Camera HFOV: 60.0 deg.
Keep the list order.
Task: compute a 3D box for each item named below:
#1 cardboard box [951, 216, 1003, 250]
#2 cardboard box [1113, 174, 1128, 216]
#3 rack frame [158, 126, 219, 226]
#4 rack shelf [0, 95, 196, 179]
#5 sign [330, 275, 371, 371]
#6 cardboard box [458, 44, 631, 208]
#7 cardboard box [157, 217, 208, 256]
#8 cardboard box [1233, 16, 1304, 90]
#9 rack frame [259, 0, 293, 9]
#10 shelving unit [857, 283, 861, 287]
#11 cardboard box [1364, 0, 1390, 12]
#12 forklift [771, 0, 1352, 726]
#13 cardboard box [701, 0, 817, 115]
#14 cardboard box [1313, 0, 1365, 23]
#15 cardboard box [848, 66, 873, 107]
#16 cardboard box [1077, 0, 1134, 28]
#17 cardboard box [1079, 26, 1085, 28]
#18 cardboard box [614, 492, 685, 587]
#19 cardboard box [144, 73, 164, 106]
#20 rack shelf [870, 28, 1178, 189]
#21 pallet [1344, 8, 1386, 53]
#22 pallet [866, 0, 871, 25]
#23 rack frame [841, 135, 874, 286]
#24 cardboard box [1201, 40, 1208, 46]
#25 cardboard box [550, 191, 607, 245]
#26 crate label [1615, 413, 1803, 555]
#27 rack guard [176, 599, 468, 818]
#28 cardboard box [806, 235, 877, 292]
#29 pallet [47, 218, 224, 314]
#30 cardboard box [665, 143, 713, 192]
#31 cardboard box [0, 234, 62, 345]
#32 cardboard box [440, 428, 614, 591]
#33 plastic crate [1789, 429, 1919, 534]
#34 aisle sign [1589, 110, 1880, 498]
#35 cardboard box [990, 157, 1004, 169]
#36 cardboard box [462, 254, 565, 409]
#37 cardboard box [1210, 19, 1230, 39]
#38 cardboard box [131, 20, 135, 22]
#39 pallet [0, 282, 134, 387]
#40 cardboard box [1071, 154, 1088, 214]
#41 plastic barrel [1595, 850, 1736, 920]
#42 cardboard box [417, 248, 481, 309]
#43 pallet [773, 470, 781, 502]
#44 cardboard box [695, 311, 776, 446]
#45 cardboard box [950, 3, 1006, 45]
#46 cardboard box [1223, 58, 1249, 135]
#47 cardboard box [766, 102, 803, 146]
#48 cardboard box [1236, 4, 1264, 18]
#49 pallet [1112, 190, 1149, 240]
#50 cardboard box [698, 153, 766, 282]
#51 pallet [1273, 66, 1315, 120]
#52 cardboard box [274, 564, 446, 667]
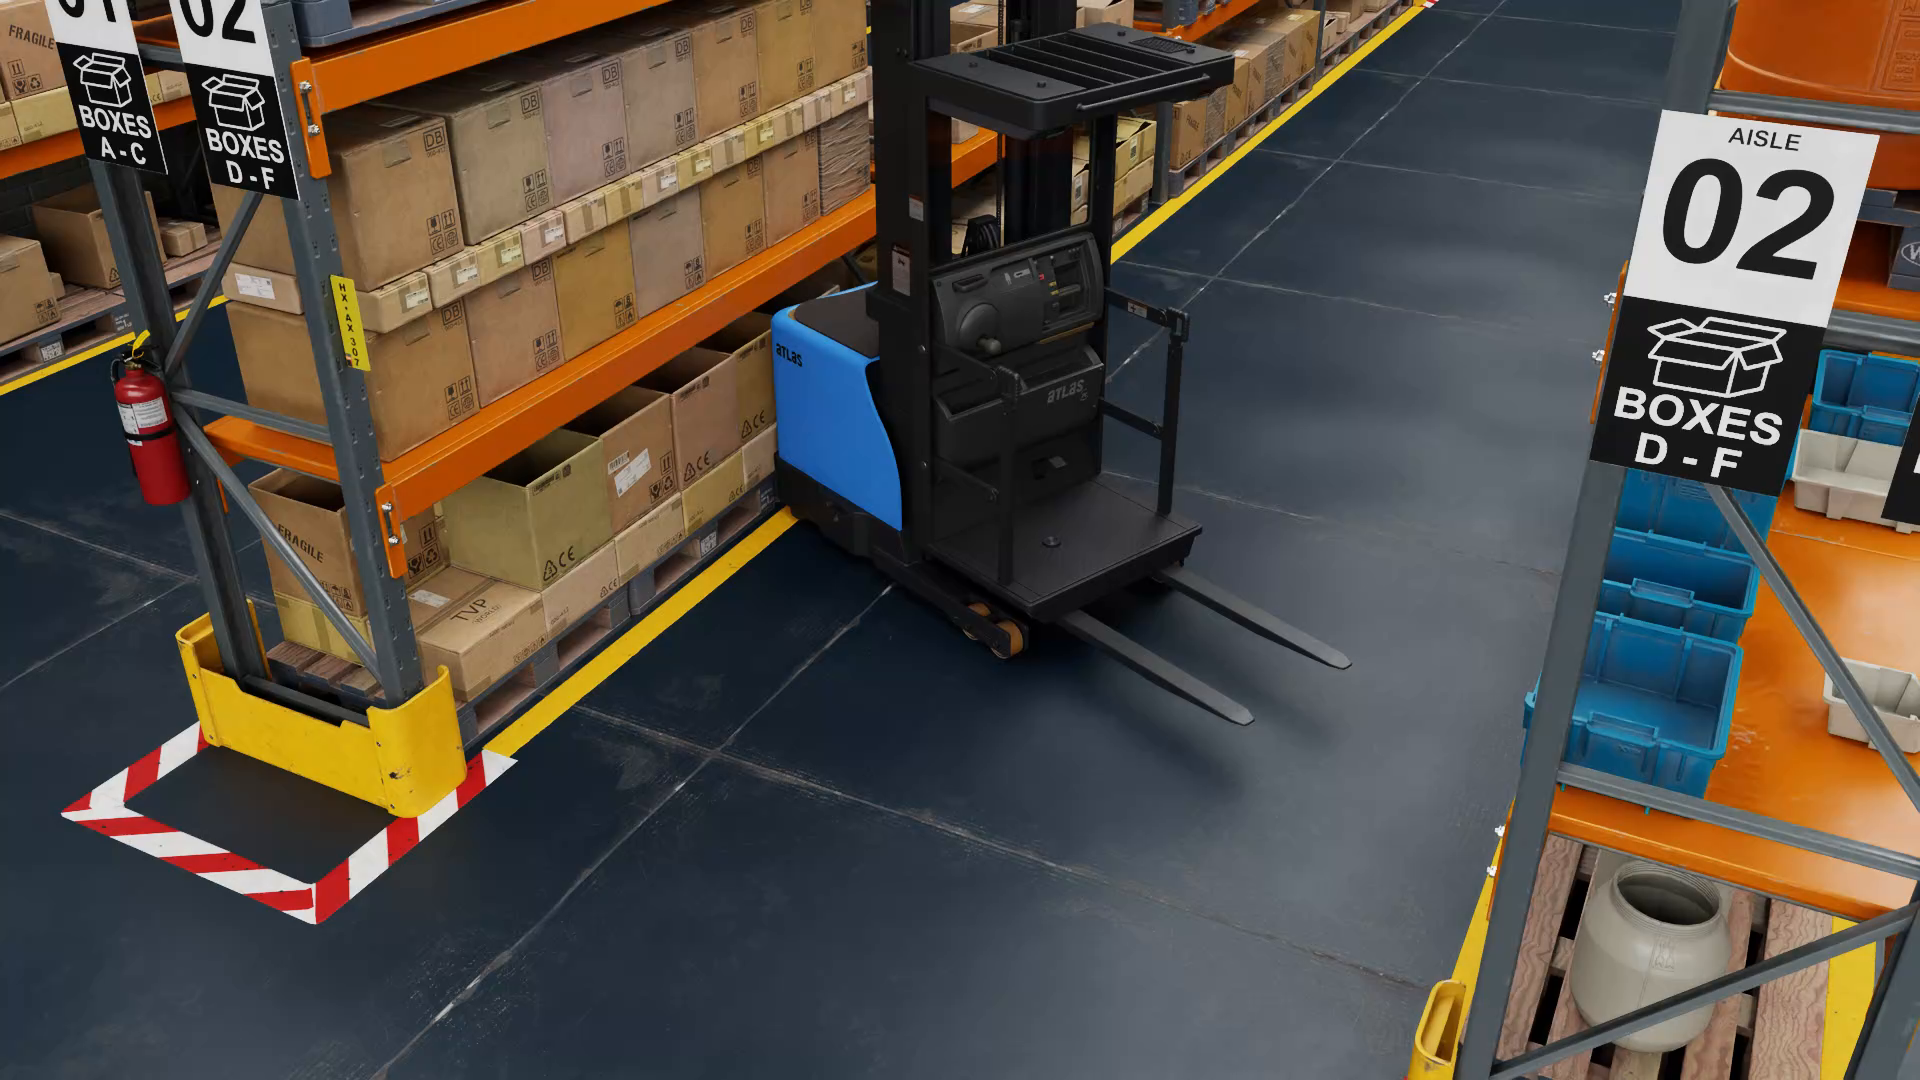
[{"bbox_3d":[-0.059,-1.794,10.138,0.500,0.311,0.500,14,33,23],"label":"cardboard box"},{"bbox_3d":[0.866,-2.458,11.858,0.500,0.250,0.500,14,33,23],"label":"cardboard box"},{"bbox_3d":[-5.113,-3.335,11.046,1.000,3.000,0.127,14,33,23],"label":"rack frame"},{"bbox_3d":[-6.024,-2.137,9.681,1.077,0.370,4.000,14,33,23],"label":"rack shelf"},{"bbox_3d":[-2.033,-0.721,5.545,0.100,0.325,0.005,14,33,23],"label":"sign"},{"bbox_3d":[-1.812,-1.732,6.850,0.700,0.500,0.500,14,33,23],"label":"cardboard box"},{"bbox_3d":[-5.330,-2.054,11.217,0.380,0.166,0.250,10,31,17],"label":"cardboard box"},{"bbox_3d":[2.740,-4.366,14.908,0.500,0.500,0.500,14,33,23],"label":"cardboard box"},{"bbox_3d":[-2.524,-3.042,4.510,1.000,3.000,0.127,14,33,23],"label":"rack frame"},{"bbox_3d":[-0.455,-0.899,8.886,0.258,0.900,0.210,12,34,25],"label":"shelving unit"},{"bbox_3d":[4.277,-5.820,17.692,0.500,0.250,0.500,14,33,23],"label":"cardboard box"},{"bbox_3d":[0.402,-1.033,7.105,1.130,2.935,3.031,-23,37,-34],"label":"forklift"},{"bbox_3d":[-1.127,-2.397,8.009,0.700,0.500,0.500,14,33,23],"label":"cardboard box"},{"bbox_3d":[3.794,-5.702,17.232,0.797,0.503,0.637,14,33,23],"label":"cardboard box"},{"bbox_3d":[-0.635,-2.369,8.611,0.380,0.149,0.250,14,33,23],"label":"cardboard box"},{"bbox_3d":[0.916,-3.797,11.939,0.500,0.311,0.500,16,34,26],"label":"cardboard box"},{"bbox_3d":[0.957,-3.416,11.439,0.380,0.149,0.250,14,33,23],"label":"cardboard box"},{"bbox_3d":[-1.629,-0.061,7.684,0.500,0.250,0.500,14,33,23],"label":"cardboard box"},{"bbox_3d":[-5.294,-2.781,10.212,0.500,0.250,0.500,14,33,23],"label":"cardboard box"},{"bbox_3d":[0.209,-2.788,10.815,1.077,0.370,4.000,14,33,23],"label":"rack shelf"},{"bbox_3d":[3.811,-5.398,17.438,1.003,0.211,1.213,14,33,23],"label":"pallet"},{"bbox_3d":[-1.053,-5.992,18.473,1.003,0.211,1.213,14,33,23],"label":"pallet"},{"bbox_3d":[-0.702,-2.213,9.092,1.000,3.000,0.127,14,33,23],"label":"rack frame"},{"bbox_3d":[1.807,-4.025,14.315,0.500,0.500,0.500,13,32,21],"label":"cardboard box"},{"bbox_3d":[-1.685,-1.348,6.833,0.380,0.149,0.250,13,32,22],"label":"cardboard box"},{"bbox_3d":[2.482,-0.207,5.563,0.502,0.435,0.616,14,33,23],"label":"crate label"},{"bbox_3d":[-2.535,0.655,6.608,1.175,0.500,0.348,14,33,23],"label":"rack guard"},{"bbox_3d":[-0.773,-1.691,9.959,0.500,0.311,0.500,14,33,23],"label":"cardboard box"},{"bbox_3d":[-5.388,-1.820,11.208,1.003,0.211,1.213,14,33,23],"label":"pallet"},{"bbox_3d":[-1.333,-1.688,7.425,0.380,0.149,0.250,15,33,25],"label":"cardboard box"},{"bbox_3d":[-5.902,-1.522,9.956,0.700,0.500,0.500,12,32,20],"label":"cardboard box"},{"bbox_3d":[-1.856,-0.164,7.110,0.500,0.500,0.500,14,33,23],"label":"cardboard box"},{"bbox_3d":[3.192,-0.196,5.845,0.530,0.136,0.437,14,33,23],"label":"plastic crate"},{"bbox_3d":[1.587,-0.478,3.459,0.394,0.787,0.004,14,33,23],"label":"aisle sign"},{"bbox_3d":[0.154,-2.594,11.531,0.500,0.311,0.500,13,32,22],"label":"cardboard box"},{"bbox_3d":[-2.065,-0.921,6.742,0.700,0.500,0.500,15,33,25],"label":"cardboard box"},{"bbox_3d":[2.050,-4.589,14.545,0.500,0.250,0.500,14,33,23],"label":"cardboard box"},{"bbox_3d":[-5.276,-3.102,10.017,0.500,0.500,0.500,14,33,23],"label":"cardboard box"},{"bbox_3d":[-5.942,-1.278,10.263,1.003,0.211,1.213,14,33,23],"label":"pallet"},{"bbox_3d":[0.638,-2.476,11.327,0.500,0.311,0.500,14,33,23],"label":"cardboard box"},{"bbox_3d":[2.344,1.051,5.485,0.421,0.512,0.421,0,30,0],"label":"plastic barrel"},{"bbox_3d":[-2.036,-1.007,6.241,0.380,0.149,0.250,13,32,22],"label":"cardboard box"},{"bbox_3d":[-1.101,-0.661,9.189,1.003,0.211,1.213,14,33,23],"label":"pallet"},{"bbox_3d":[-1.181,-0.832,8.272,0.500,0.500,0.500,14,33,23],"label":"cardboard box"},{"bbox_3d":[0.131,-3.049,10.447,0.500,0.500,0.500,14,33,23],"label":"cardboard box"},{"bbox_3d":[2.049,-3.685,13.723,0.500,0.500,0.500,14,33,23],"label":"cardboard box"},{"bbox_3d":[-0.985,-2.026,8.015,0.380,0.149,0.250,14,33,23],"label":"cardboard box"},{"bbox_3d":[2.505,-4.707,15.504,0.500,0.500,0.500,13,32,21],"label":"cardboard box"},{"bbox_3d":[0.711,-2.421,12.254,1.003,0.211,1.213,14,33,23],"label":"pallet"},{"bbox_3d":[-1.365,-1.602,7.927,0.700,0.500,0.500,15,33,24],"label":"cardboard box"},{"bbox_3d":[2.606,-4.181,15.320,1.003,0.211,1.213,14,33,23],"label":"pallet"},{"bbox_3d":[-2.543,0.265,7.115,0.500,0.250,0.500,14,33,23],"label":"cardboard box"}]
